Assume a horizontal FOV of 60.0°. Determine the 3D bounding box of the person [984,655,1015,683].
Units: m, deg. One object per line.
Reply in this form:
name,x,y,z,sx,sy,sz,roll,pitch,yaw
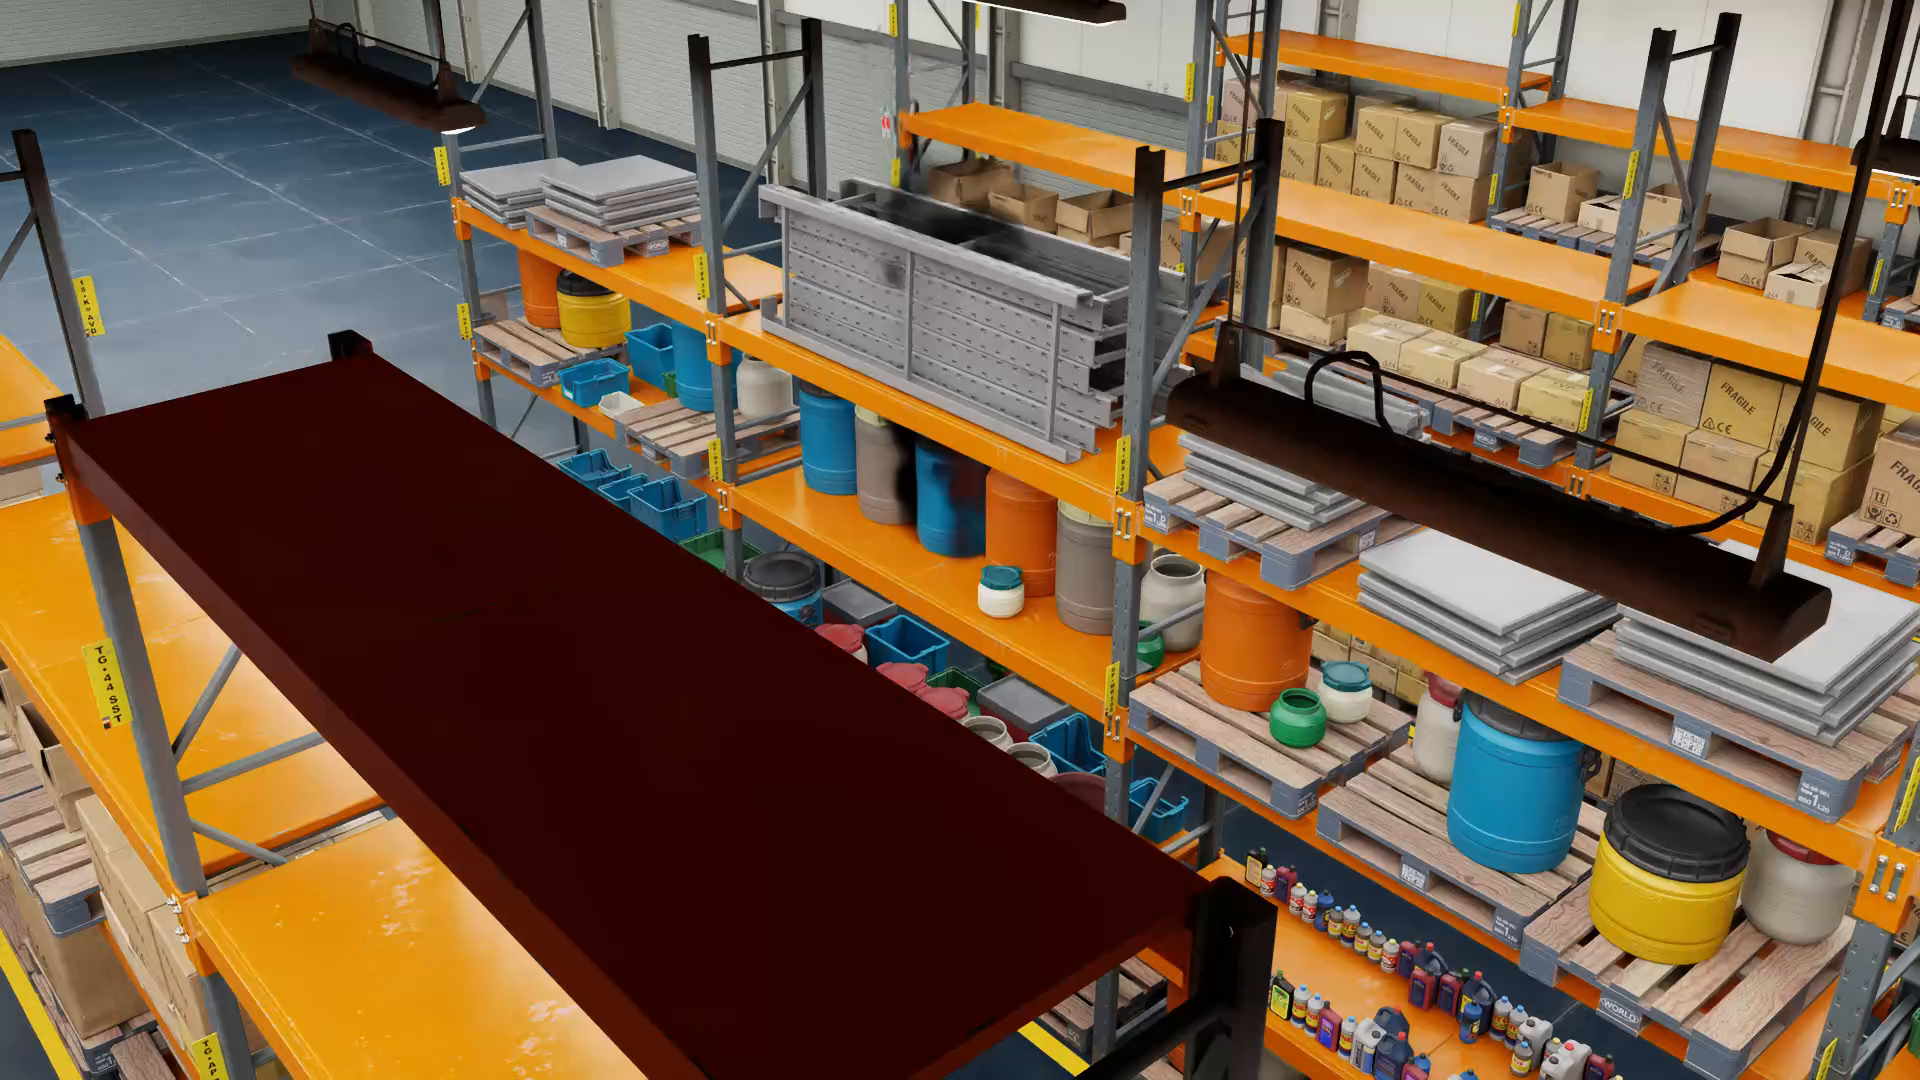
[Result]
person,0.464,0.694,14.285,0.780,1.748,0.663,19,32,32
